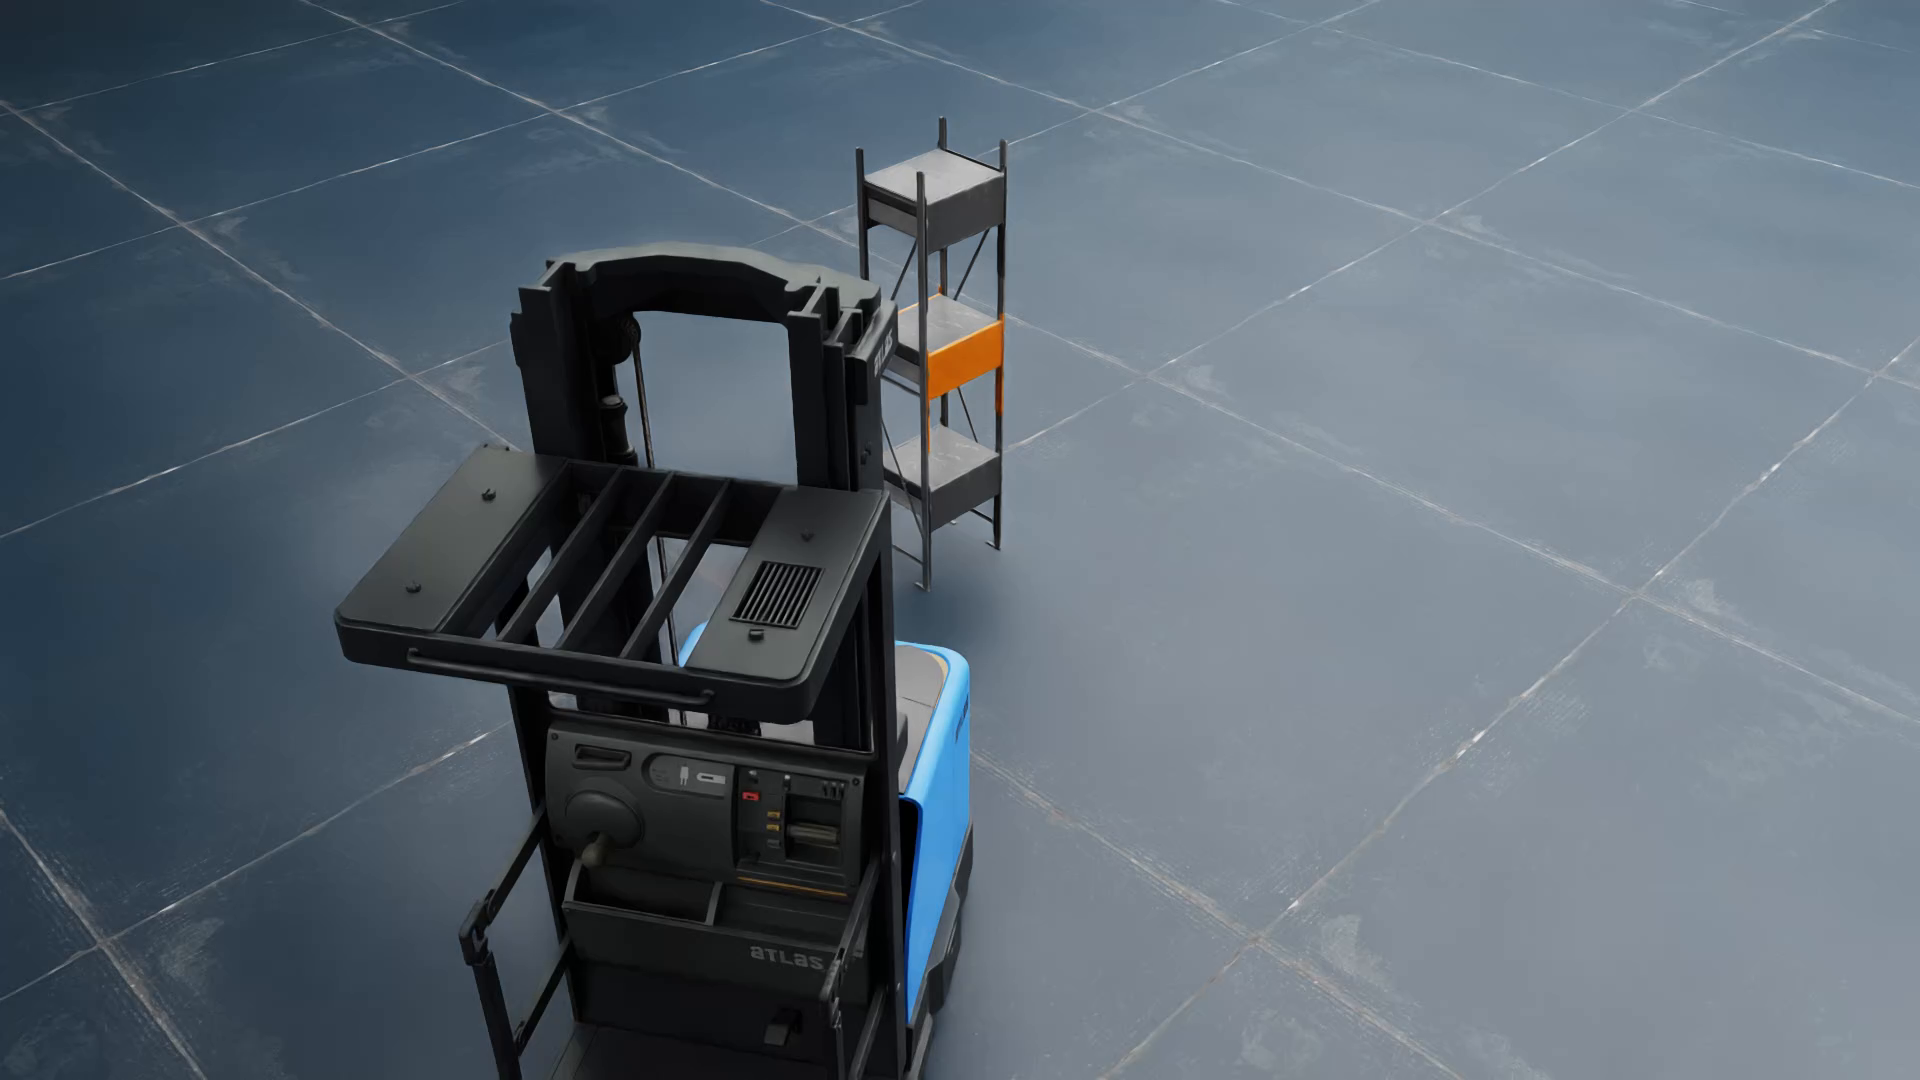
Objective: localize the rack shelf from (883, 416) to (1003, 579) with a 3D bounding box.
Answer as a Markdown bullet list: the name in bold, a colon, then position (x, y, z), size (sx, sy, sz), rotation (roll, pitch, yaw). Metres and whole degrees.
- **rack shelf**: position (-0.117, -0.209, 7.961), size (0.431, 0.518, 0.480), rotation (30, 45, 35)

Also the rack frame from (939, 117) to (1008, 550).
- **rack frame**: position (0.055, -0.893, 7.695), size (0.400, 2.100, 0.015), rotation (30, 45, 35)

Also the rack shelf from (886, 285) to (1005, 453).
- **rack shelf**: position (-0.117, -0.783, 7.561), size (0.431, 0.518, 0.480), rotation (30, 45, 35)

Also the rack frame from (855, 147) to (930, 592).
- **rack frame**: position (-0.289, -0.695, 7.411), size (0.400, 2.100, 0.015), rotation (30, 45, 35)

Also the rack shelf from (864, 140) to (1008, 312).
- **rack shelf**: position (-0.117, -1.357, 7.160), size (0.431, 0.518, 0.480), rotation (30, 45, 35)

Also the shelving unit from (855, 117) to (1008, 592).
- **shelving unit**: position (-0.117, -0.794, 7.553), size (0.431, 2.100, 0.503), rotation (30, 45, 35)

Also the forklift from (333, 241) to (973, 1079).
- **forklift**: position (-0.763, 0.828, 4.500), size (1.130, 2.935, 3.031), rotation (7, 36, 10)
